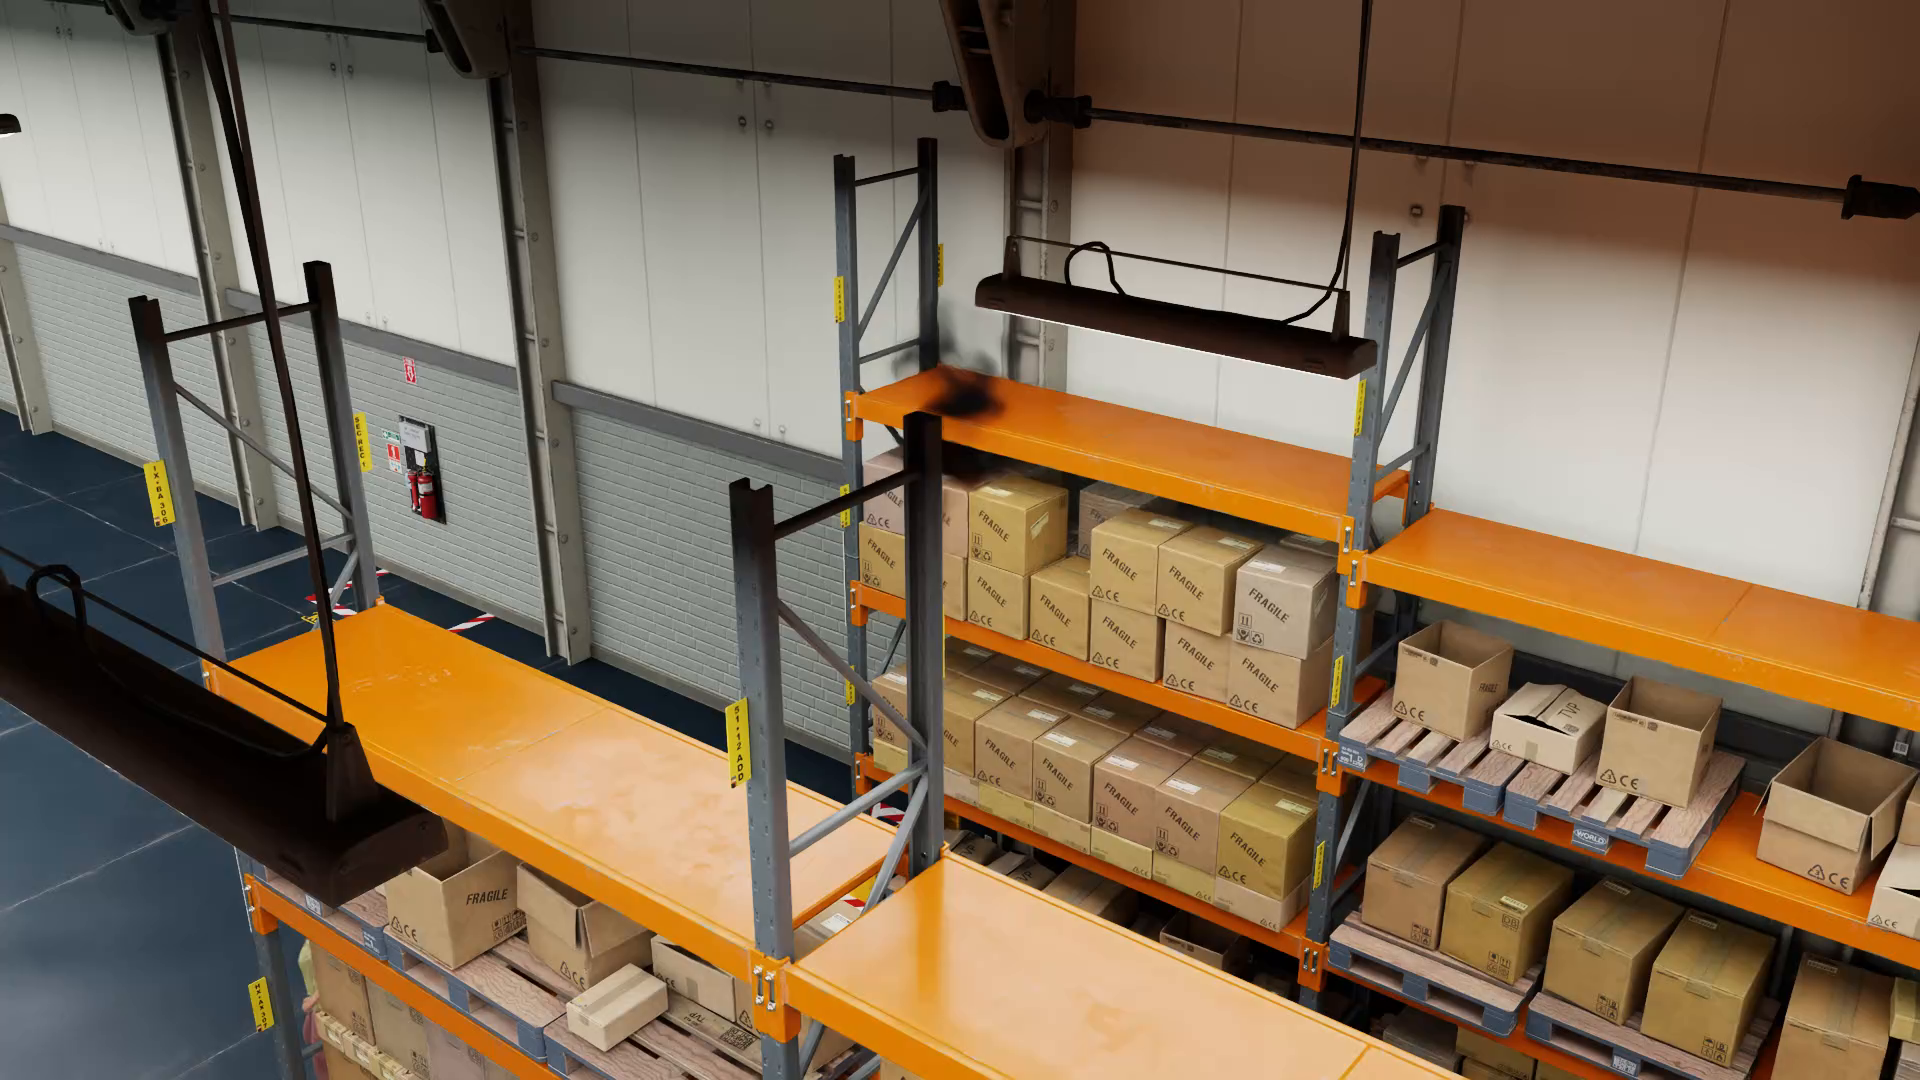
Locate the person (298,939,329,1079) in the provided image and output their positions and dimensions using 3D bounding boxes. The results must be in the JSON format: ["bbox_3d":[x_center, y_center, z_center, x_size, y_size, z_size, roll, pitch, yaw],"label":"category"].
[{"bbox_3d":[-4.202,3.081,11.185,0.656,1.656,0.616,-3,23,-7],"label":"person"}]
